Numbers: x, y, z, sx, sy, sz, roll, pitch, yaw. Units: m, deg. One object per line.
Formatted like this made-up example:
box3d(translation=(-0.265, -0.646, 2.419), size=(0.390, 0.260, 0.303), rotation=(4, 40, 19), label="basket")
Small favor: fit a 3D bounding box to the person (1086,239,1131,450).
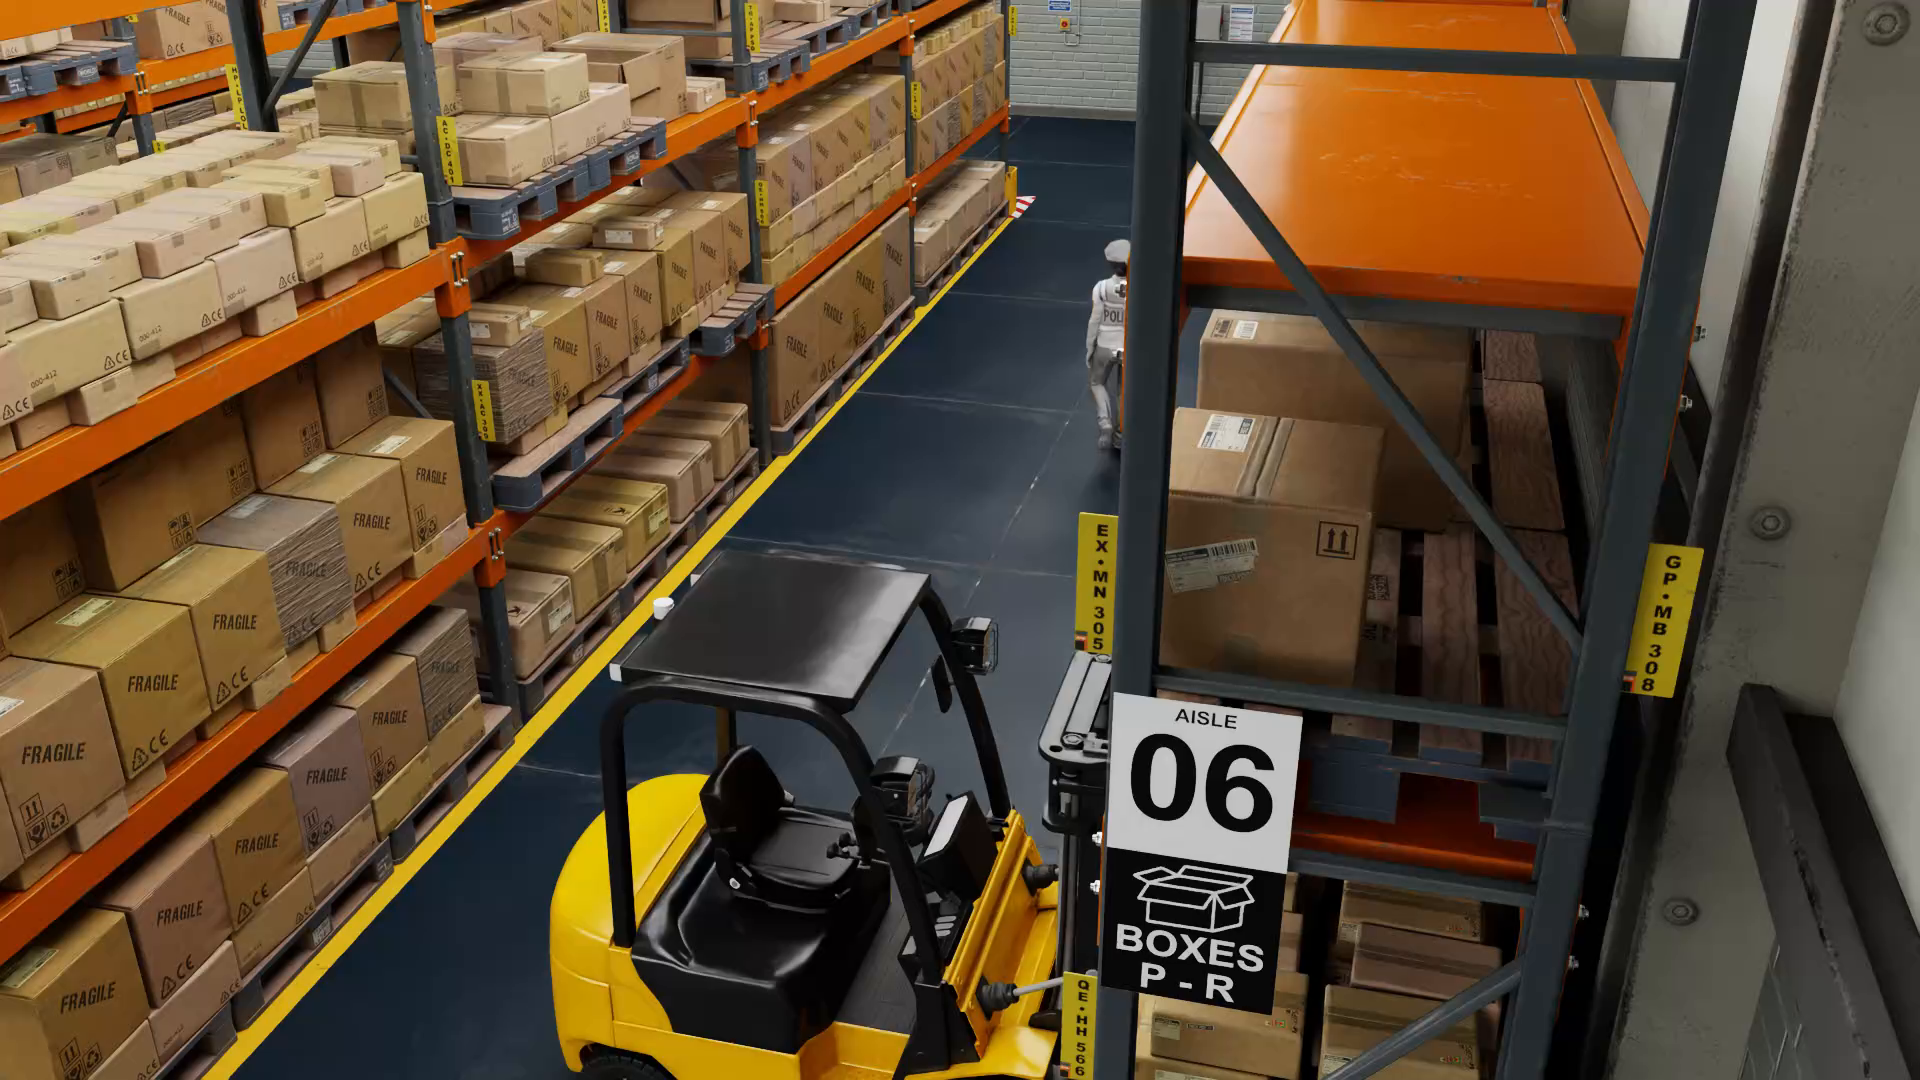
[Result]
box3d(translation=(1.205, -1.461, 12.683), size=(0.488, 1.676, 0.551), rotation=(0, 25, -1), label="person")
